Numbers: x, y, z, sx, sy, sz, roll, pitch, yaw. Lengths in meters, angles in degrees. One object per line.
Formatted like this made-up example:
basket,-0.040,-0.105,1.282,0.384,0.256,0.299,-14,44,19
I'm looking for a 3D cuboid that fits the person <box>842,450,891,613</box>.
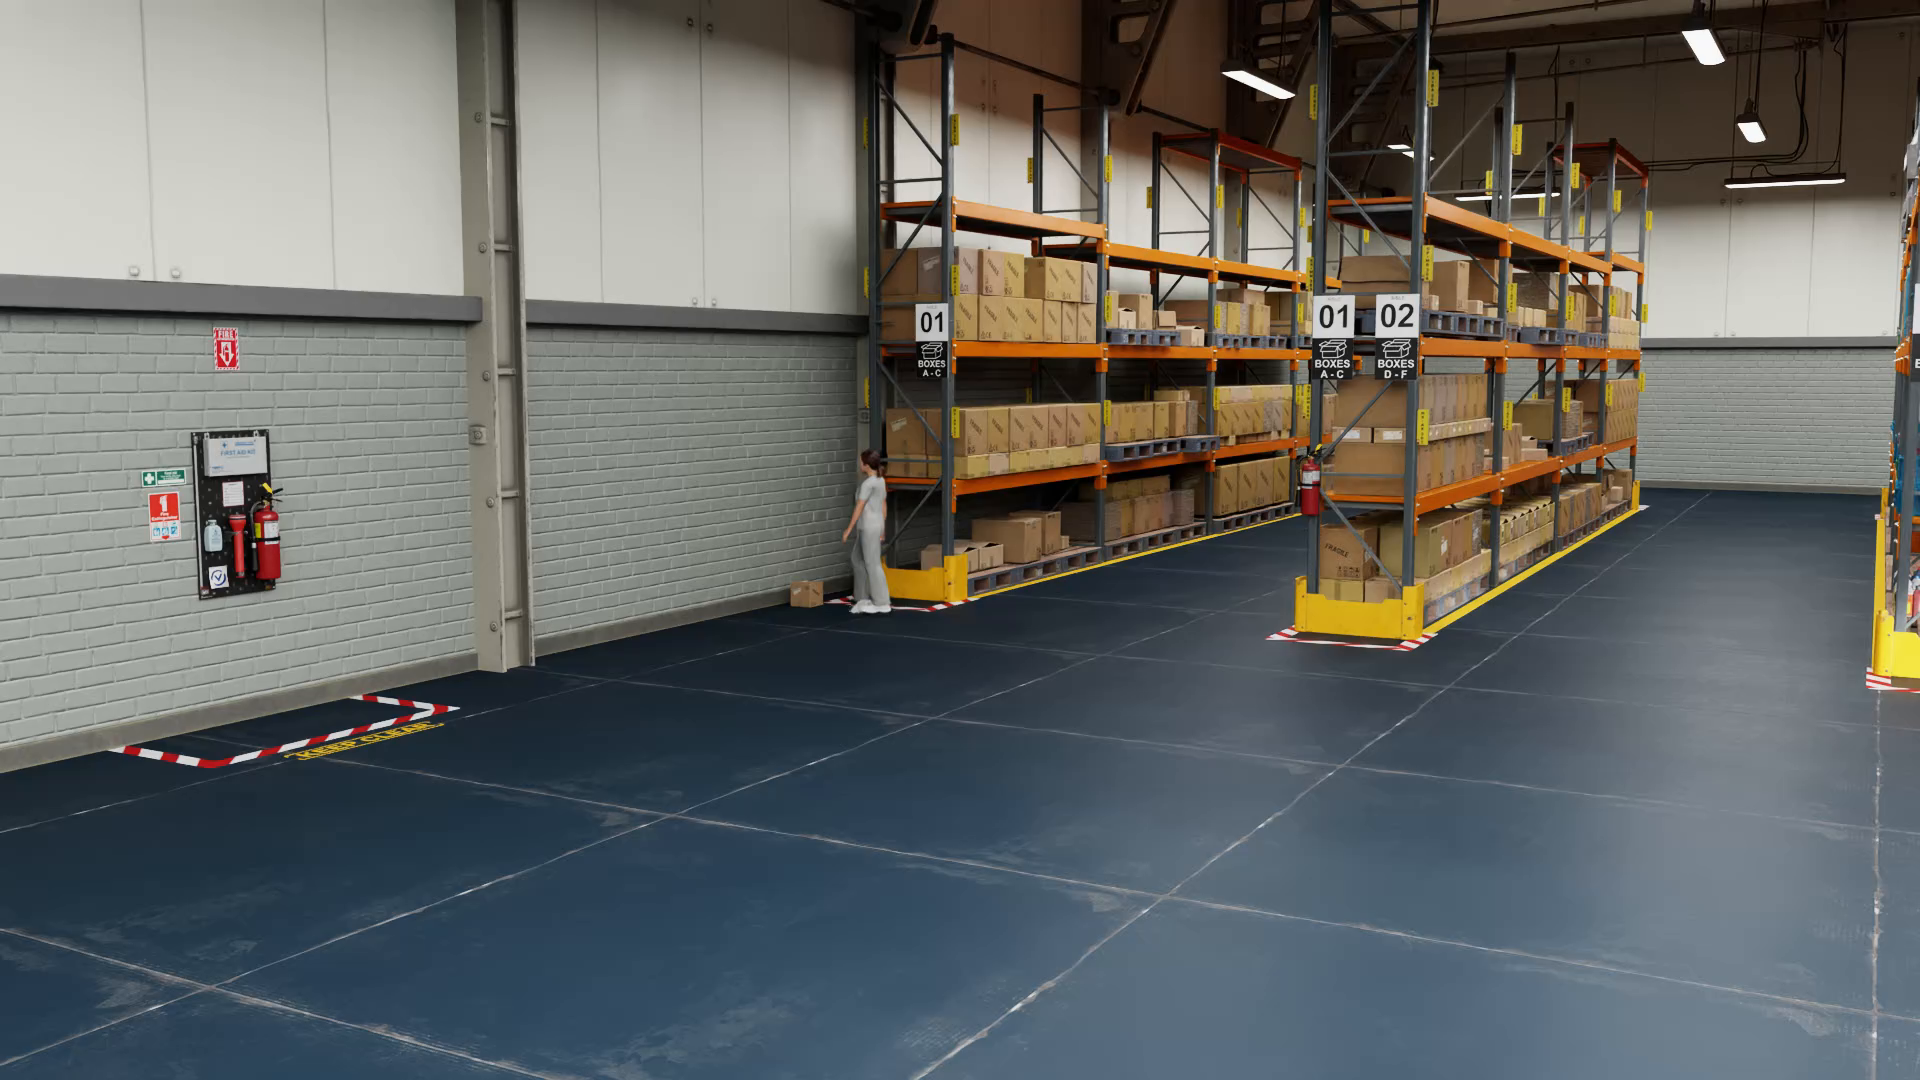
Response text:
person,-0.947,-0.058,17.002,0.513,1.736,0.460,1,6,13
